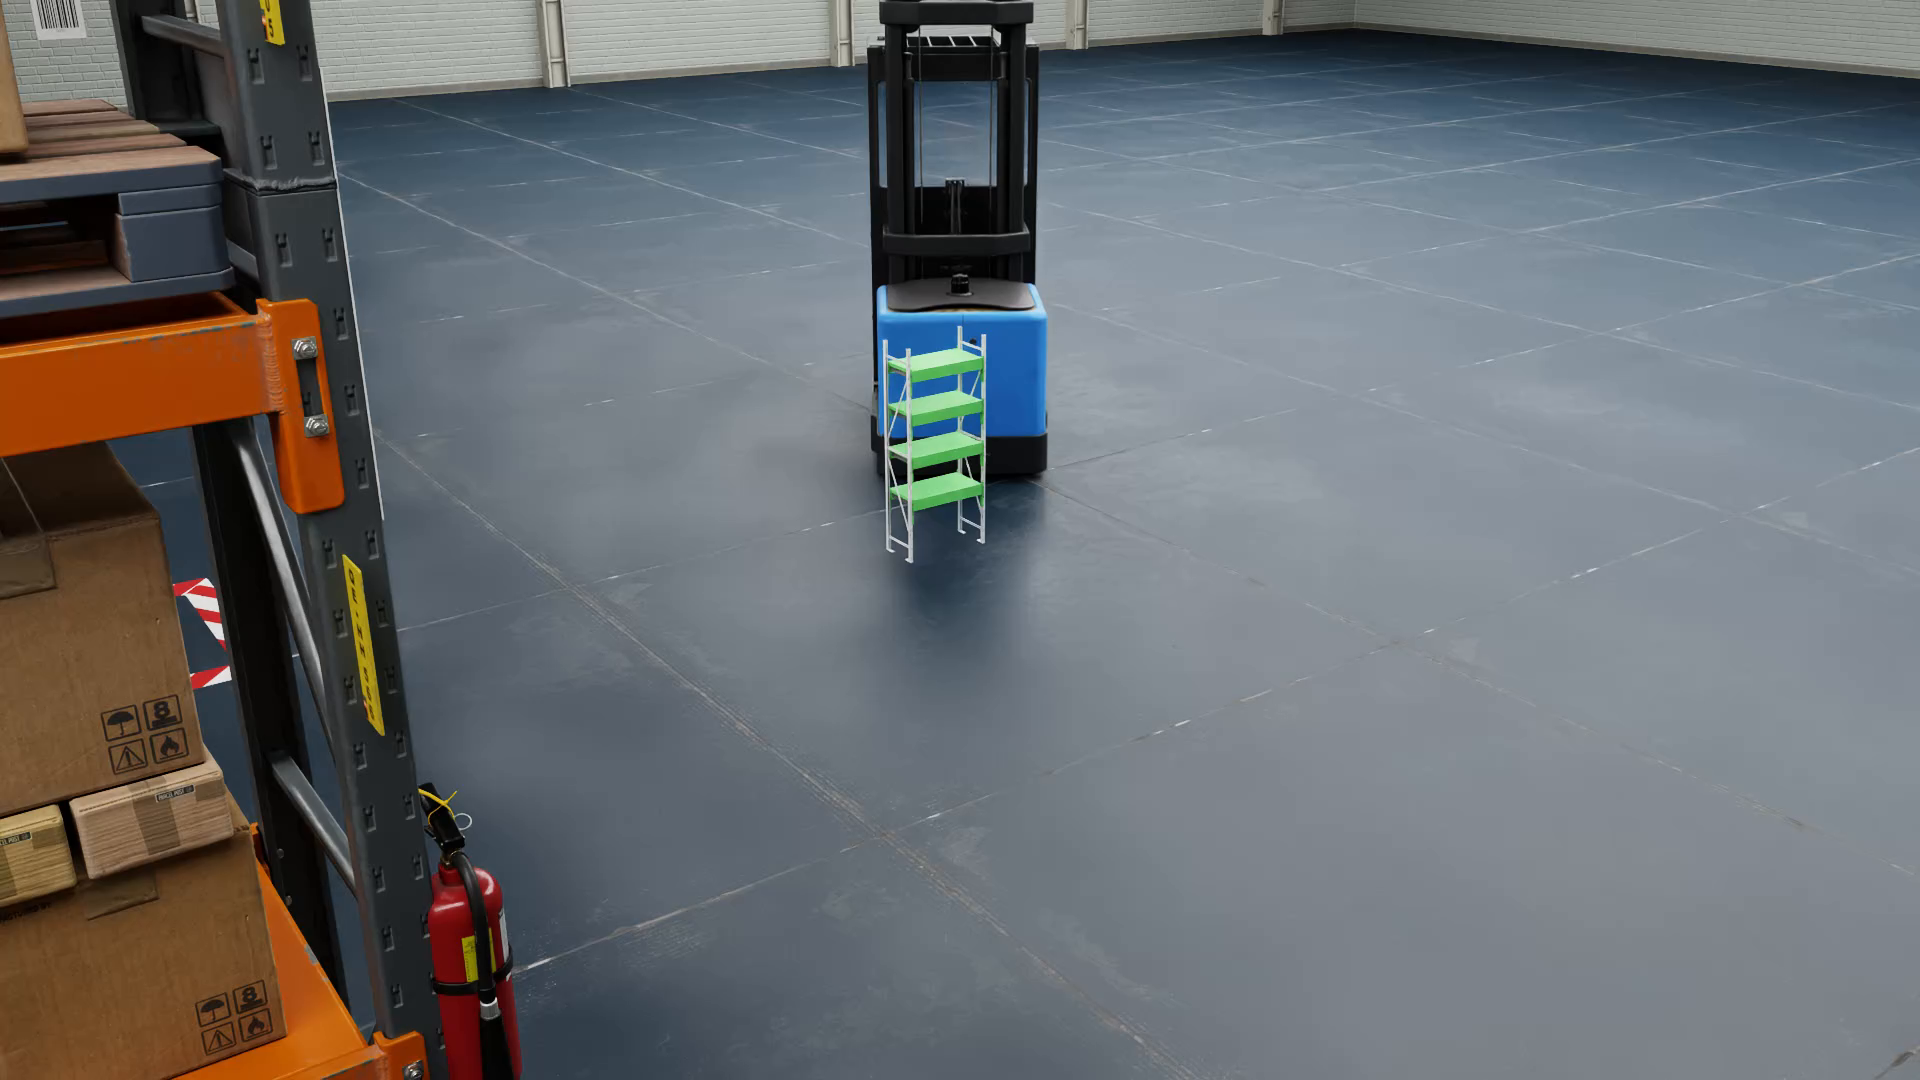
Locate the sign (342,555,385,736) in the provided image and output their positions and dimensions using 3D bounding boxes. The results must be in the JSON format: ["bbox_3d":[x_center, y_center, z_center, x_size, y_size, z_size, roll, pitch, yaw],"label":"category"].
[{"bbox_3d":[-1.073,0.191,2.989,0.005,0.325,0.100,-15,26,-33],"label":"sign"}]

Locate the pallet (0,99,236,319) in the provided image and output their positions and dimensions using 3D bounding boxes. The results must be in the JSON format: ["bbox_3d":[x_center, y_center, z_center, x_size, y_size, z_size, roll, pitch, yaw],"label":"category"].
[{"bbox_3d":[-1.968,-0.535,2.761,1.213,0.211,1.003,-15,26,-33],"label":"pallet"}]

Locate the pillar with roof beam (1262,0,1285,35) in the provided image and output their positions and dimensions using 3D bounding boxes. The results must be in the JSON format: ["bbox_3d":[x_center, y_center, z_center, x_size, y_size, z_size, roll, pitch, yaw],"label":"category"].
[{"bbox_3d":[9.924,-14.888,34.564,0.400,9.000,9.100,-15,26,-33],"label":"pillar with roof beam"}]

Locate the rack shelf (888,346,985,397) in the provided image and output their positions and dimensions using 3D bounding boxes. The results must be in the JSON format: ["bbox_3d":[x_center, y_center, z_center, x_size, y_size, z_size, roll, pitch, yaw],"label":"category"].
[{"bbox_3d":[-0.134,-0.908,8.930,0.480,0.148,0.258,-15,26,-33],"label":"rack shelf"}]

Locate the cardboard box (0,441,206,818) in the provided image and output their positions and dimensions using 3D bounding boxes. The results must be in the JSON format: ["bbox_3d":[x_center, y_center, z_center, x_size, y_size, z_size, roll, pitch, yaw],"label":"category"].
[{"bbox_3d":[-1.808,0.132,3.133,0.500,0.500,0.700,-15,26,-33],"label":"cardboard box"}]

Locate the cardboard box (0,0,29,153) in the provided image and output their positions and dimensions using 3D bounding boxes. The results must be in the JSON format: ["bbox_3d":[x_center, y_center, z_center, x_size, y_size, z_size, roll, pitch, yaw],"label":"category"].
[{"bbox_3d":[-1.847,-0.906,2.677,0.637,0.503,0.797,-13,25,-29],"label":"cardboard box"}]

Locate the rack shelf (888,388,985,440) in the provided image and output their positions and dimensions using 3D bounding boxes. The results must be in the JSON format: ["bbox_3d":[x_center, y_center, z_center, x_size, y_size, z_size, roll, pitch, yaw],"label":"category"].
[{"bbox_3d":[-0.134,-0.685,9.019,0.480,0.148,0.258,-15,26,-33],"label":"rack shelf"}]

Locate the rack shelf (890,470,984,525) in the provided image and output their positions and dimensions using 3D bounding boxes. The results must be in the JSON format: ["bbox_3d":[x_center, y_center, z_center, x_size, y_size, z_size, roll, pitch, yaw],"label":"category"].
[{"bbox_3d":[-0.134,-0.239,9.197,0.480,0.148,0.258,-15,26,-33],"label":"rack shelf"}]

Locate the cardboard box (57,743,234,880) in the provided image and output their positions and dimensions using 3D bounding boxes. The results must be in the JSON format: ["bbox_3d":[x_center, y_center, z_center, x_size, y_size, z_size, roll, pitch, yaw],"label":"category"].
[{"bbox_3d":[-1.577,0.465,3.175,0.250,0.149,0.380,-15,26,-34],"label":"cardboard box"}]

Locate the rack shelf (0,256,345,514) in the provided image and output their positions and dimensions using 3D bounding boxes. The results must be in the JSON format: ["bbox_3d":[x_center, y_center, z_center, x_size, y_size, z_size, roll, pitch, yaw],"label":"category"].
[{"bbox_3d":[-3.002,0.046,2.157,4.000,0.370,1.077,-15,26,-33],"label":"rack shelf"}]

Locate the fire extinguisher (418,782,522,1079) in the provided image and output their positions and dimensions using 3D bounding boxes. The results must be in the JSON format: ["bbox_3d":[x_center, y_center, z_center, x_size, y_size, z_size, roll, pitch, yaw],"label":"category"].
[{"bbox_3d":[-1.011,0.822,3.393,0.183,0.674,0.296,-15,26,-33],"label":"fire extinguisher"}]

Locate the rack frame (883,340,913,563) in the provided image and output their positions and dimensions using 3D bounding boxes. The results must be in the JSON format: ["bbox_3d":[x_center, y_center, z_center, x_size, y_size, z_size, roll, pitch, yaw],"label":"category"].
[{"bbox_3d":[-0.332,-0.469,8.952,0.015,1.200,0.240,-15,26,-33],"label":"rack frame"}]

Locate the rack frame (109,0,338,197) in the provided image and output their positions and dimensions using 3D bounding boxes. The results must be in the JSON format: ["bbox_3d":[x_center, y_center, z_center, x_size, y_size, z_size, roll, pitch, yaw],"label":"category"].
[{"bbox_3d":[-1.379,-2.114,2.553,0.127,3.000,1.000,-15,26,-33],"label":"rack frame"}]

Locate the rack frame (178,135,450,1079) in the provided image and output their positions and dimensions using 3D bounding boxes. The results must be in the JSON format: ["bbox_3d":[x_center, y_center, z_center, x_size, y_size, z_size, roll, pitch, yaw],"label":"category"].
[{"bbox_3d":[-1.379,0.672,3.665,0.127,3.000,1.000,-15,26,-33],"label":"rack frame"}]

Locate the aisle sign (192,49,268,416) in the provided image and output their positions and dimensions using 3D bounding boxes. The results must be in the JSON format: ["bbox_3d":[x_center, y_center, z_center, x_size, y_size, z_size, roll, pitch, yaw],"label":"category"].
[{"bbox_3d":[-1.504,-0.642,3.449,0.004,0.787,0.394,-15,26,-33],"label":"aisle sign"}]

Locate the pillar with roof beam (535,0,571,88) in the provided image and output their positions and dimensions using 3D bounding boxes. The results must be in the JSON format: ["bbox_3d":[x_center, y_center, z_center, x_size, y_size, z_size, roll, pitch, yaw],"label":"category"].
[{"bbox_3d":[-4.687,-10.992,24.800,0.400,9.000,9.100,-15,26,-33],"label":"pillar with roof beam"}]

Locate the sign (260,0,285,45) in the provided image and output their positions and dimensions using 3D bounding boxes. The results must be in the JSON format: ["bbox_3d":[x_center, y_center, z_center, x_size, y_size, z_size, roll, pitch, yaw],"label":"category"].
[{"bbox_3d":[-1.073,-0.929,2.543,0.005,0.325,0.100,-15,26,-33],"label":"sign"}]

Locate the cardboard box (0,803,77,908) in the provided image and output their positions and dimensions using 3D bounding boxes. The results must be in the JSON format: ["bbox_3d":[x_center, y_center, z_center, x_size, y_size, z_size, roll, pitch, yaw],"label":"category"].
[{"bbox_3d":[-1.789,0.522,3.032,0.250,0.149,0.380,-14,26,-32],"label":"cardboard box"}]

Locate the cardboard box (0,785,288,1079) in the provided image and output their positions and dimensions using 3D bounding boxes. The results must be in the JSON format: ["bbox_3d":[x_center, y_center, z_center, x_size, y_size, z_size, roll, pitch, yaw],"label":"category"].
[{"bbox_3d":[-1.765,0.723,3.402,0.500,0.500,0.700,-15,26,-33],"label":"cardboard box"}]

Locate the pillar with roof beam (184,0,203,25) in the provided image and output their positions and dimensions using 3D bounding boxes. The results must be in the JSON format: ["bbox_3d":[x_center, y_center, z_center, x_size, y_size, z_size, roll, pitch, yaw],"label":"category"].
[{"bbox_3d":[-9.557,-9.693,21.546,0.400,9.000,9.100,-15,26,-33],"label":"pillar with roof beam"}]

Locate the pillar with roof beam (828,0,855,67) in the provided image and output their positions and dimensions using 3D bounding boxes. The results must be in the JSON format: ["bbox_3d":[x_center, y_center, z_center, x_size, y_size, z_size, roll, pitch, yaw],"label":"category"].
[{"bbox_3d":[0.183,-12.291,28.055,0.400,9.000,9.100,-15,26,-33],"label":"pillar with roof beam"}]

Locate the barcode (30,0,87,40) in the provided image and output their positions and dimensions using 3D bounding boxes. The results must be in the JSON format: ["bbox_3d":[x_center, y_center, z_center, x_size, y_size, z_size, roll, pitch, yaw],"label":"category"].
[{"bbox_3d":[-1.342,-0.780,2.474,0.075,0.075,0.001,-15,26,-33],"label":"barcode"}]

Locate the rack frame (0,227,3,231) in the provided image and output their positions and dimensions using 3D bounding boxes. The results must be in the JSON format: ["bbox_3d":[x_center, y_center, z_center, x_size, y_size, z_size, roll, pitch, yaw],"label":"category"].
[{"bbox_3d":[-4.268,-0.819,7.401,0.127,3.000,1.000,-15,26,-33],"label":"rack frame"}]

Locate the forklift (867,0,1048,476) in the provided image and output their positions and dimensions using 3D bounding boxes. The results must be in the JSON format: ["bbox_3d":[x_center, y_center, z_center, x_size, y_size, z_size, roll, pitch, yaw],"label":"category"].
[{"bbox_3d":[-0.057,-2.256,11.095,1.130,2.935,3.031,-1,22,-3],"label":"forklift"}]

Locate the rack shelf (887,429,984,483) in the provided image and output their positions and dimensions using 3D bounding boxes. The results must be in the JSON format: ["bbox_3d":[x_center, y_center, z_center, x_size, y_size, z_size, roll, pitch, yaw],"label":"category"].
[{"bbox_3d":[-0.134,-0.462,9.108,0.480,0.148,0.258,-15,26,-33],"label":"rack shelf"}]

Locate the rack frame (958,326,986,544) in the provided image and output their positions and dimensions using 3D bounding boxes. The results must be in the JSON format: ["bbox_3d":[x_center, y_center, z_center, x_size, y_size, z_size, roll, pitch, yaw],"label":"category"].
[{"bbox_3d":[0.064,-0.574,9.217,0.015,1.200,0.240,-15,26,-33],"label":"rack frame"}]

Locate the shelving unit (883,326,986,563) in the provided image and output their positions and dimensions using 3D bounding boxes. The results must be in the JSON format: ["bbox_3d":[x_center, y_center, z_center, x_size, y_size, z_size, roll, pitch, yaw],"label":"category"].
[{"bbox_3d":[-0.134,-0.521,9.084,0.503,1.200,0.258,-15,26,-33],"label":"shelving unit"}]

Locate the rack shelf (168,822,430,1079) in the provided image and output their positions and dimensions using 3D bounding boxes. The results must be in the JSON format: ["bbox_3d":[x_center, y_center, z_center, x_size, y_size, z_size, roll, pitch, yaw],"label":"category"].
[{"bbox_3d":[-3.002,1.439,2.713,4.000,0.370,1.077,-15,26,-33],"label":"rack shelf"}]

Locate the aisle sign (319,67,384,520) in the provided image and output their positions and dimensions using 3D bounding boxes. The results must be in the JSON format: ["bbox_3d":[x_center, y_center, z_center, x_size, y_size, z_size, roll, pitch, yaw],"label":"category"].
[{"bbox_3d":[-1.154,-0.461,2.997,0.004,0.787,0.394,-15,26,-33],"label":"aisle sign"}]

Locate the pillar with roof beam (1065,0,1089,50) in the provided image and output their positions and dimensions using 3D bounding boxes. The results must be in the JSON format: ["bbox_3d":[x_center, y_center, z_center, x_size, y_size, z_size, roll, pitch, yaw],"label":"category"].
[{"bbox_3d":[5.054,-13.589,31.310,0.400,9.000,9.100,-15,26,-33],"label":"pillar with roof beam"}]
